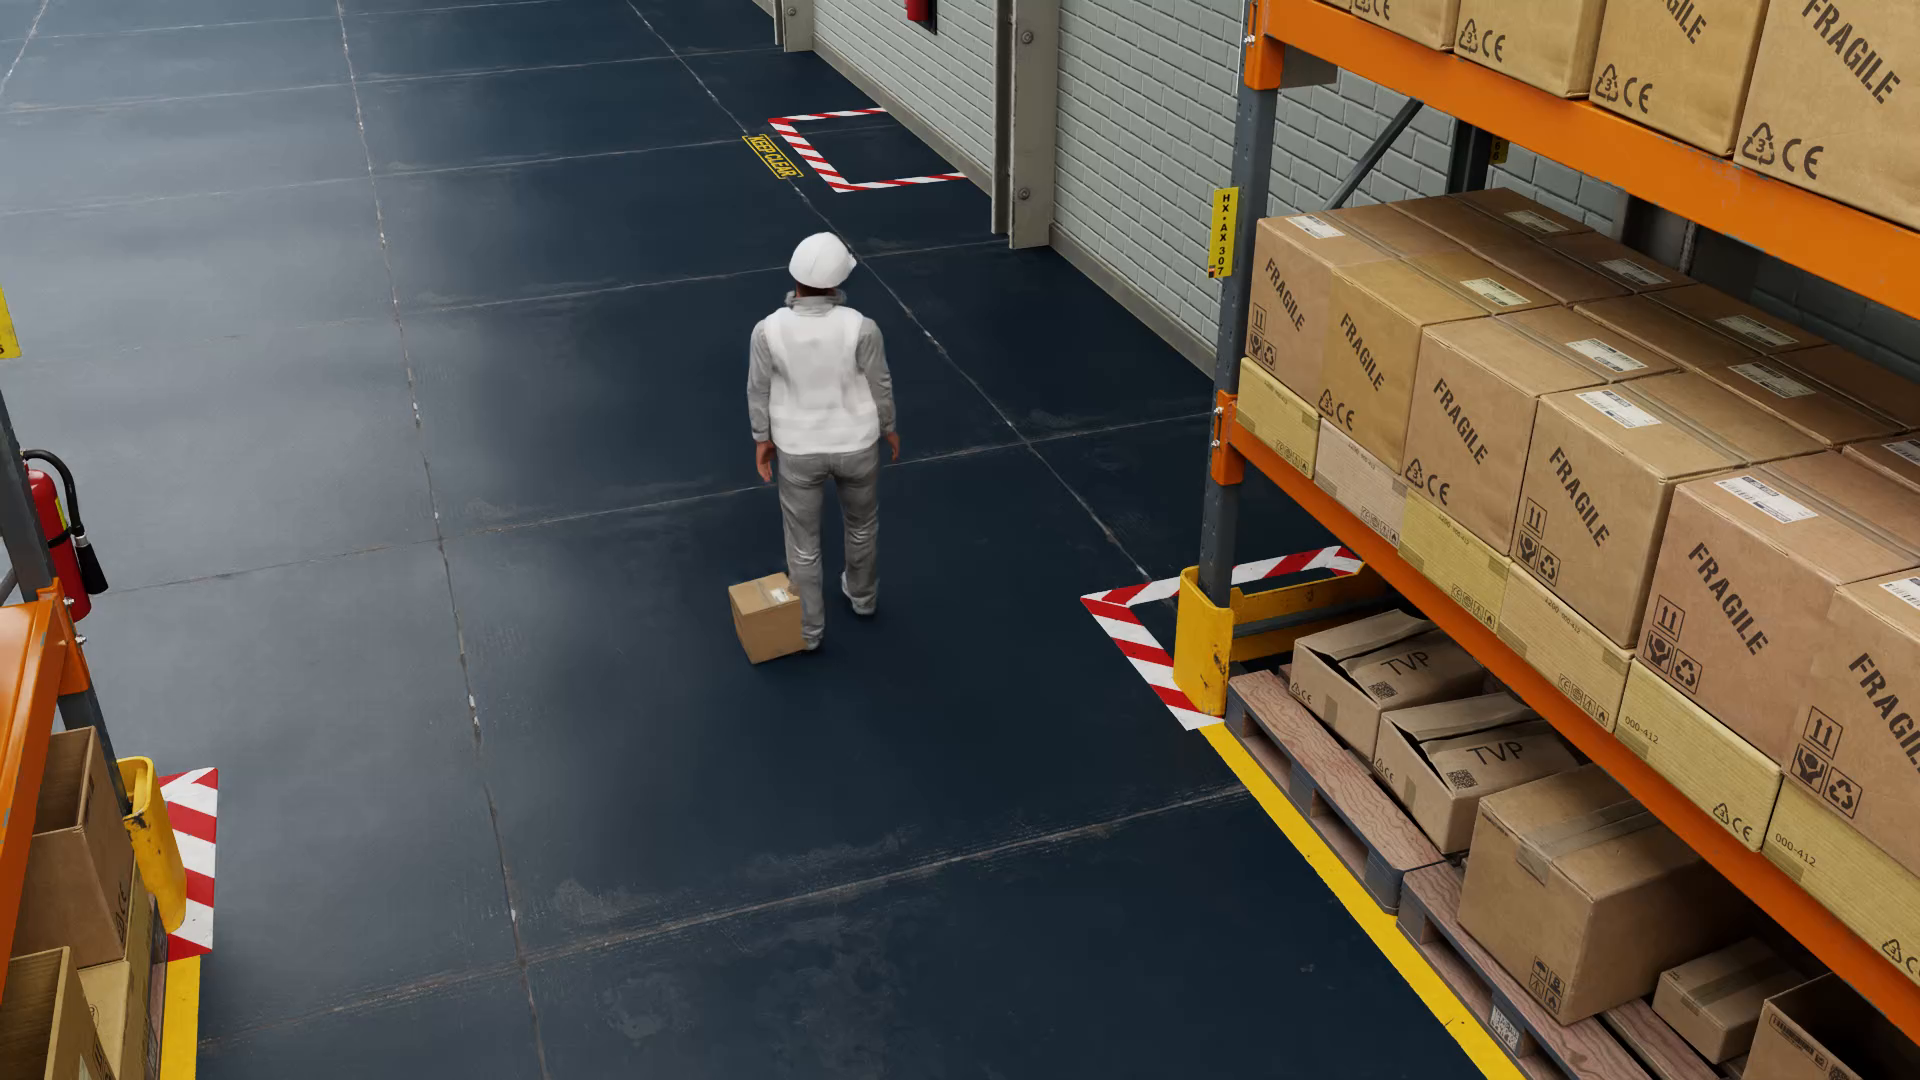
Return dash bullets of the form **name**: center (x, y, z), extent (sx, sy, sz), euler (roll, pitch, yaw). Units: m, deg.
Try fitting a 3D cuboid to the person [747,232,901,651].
- **person**: center (-0.549, -0.431, 6.813), extent (0.613, 1.773, 0.553), euler (-3, 30, -6)
